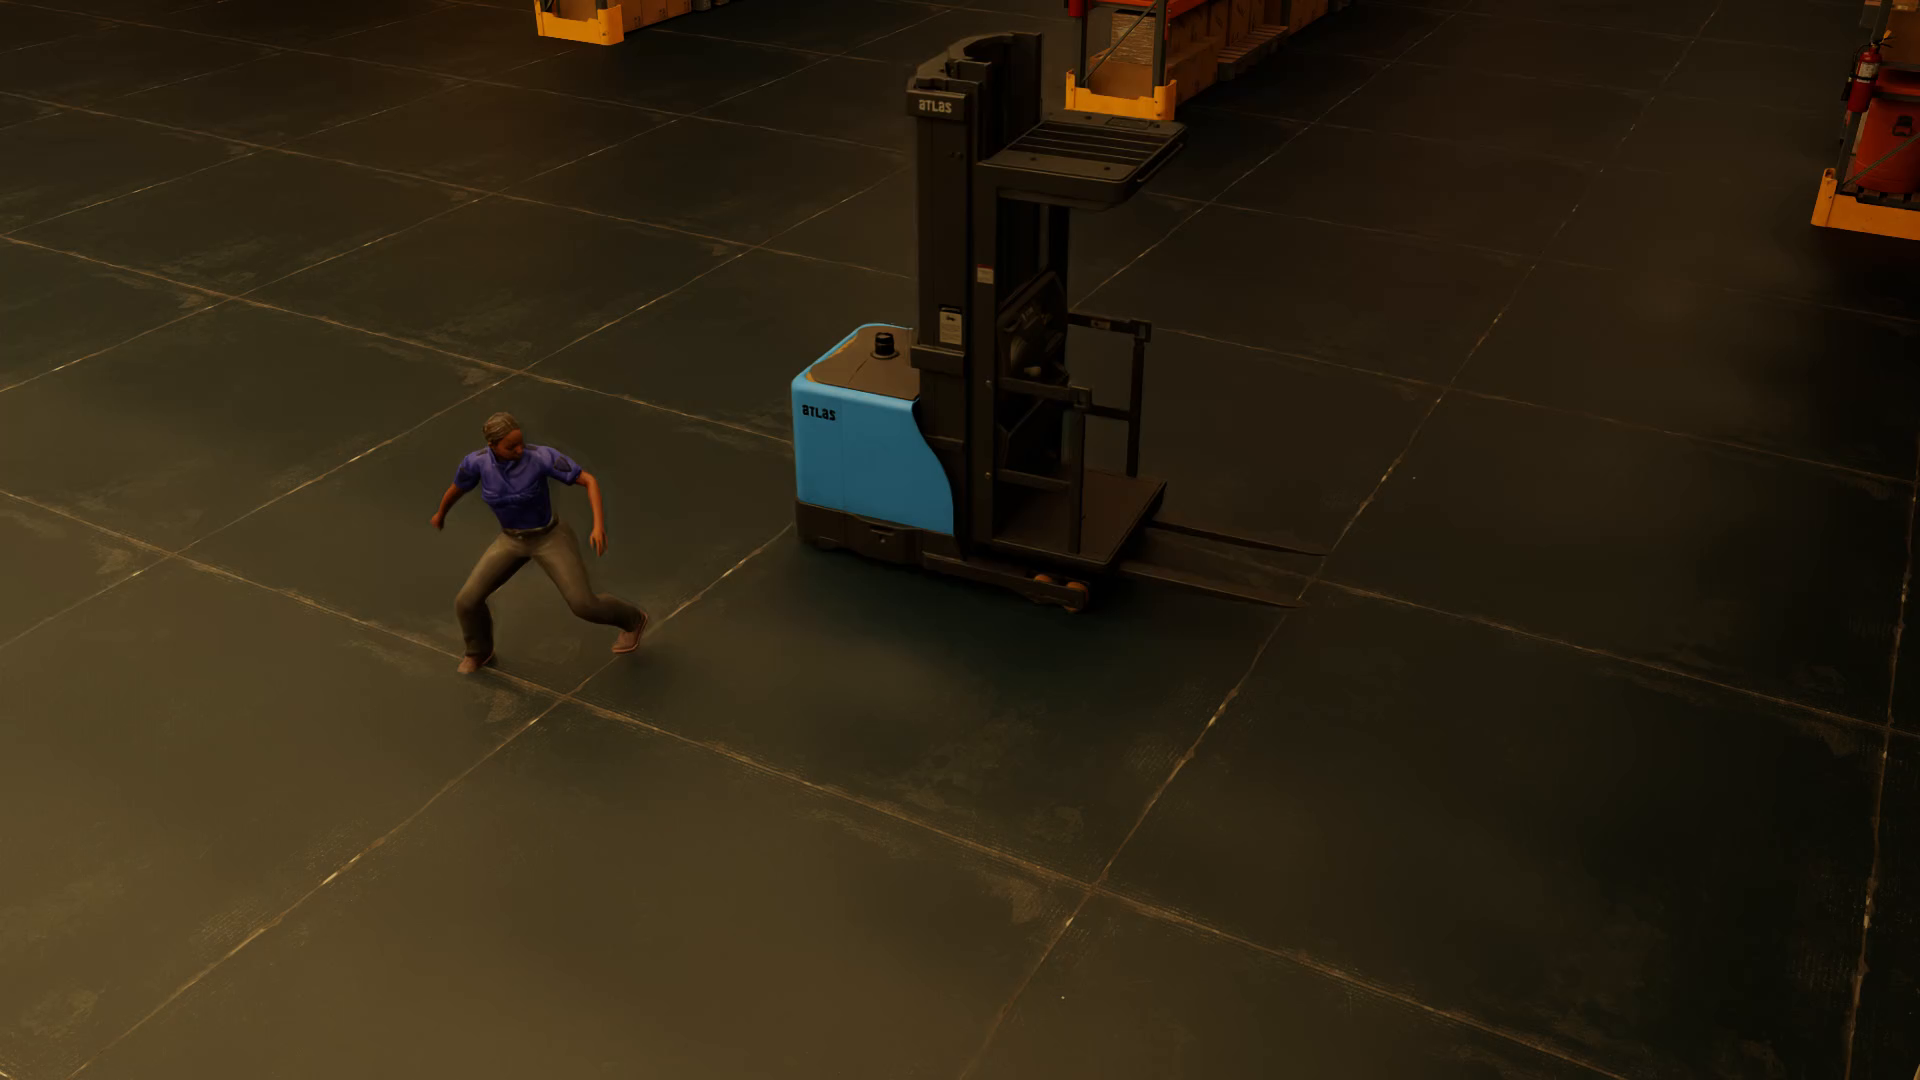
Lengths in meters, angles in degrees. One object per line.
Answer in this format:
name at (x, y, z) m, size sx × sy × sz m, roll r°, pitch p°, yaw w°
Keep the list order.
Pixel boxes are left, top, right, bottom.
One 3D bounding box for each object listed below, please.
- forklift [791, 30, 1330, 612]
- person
forklift at (0.583, -1.169, 9.096) m, size 3.031 × 2.935 × 1.130 m, roll 12°, pitch 32°, yaw 20°
person at (-2.256, 0.028, 8.533) m, size 1.109 × 1.565 × 0.479 m, roll 5°, pitch 30°, yaw 8°
